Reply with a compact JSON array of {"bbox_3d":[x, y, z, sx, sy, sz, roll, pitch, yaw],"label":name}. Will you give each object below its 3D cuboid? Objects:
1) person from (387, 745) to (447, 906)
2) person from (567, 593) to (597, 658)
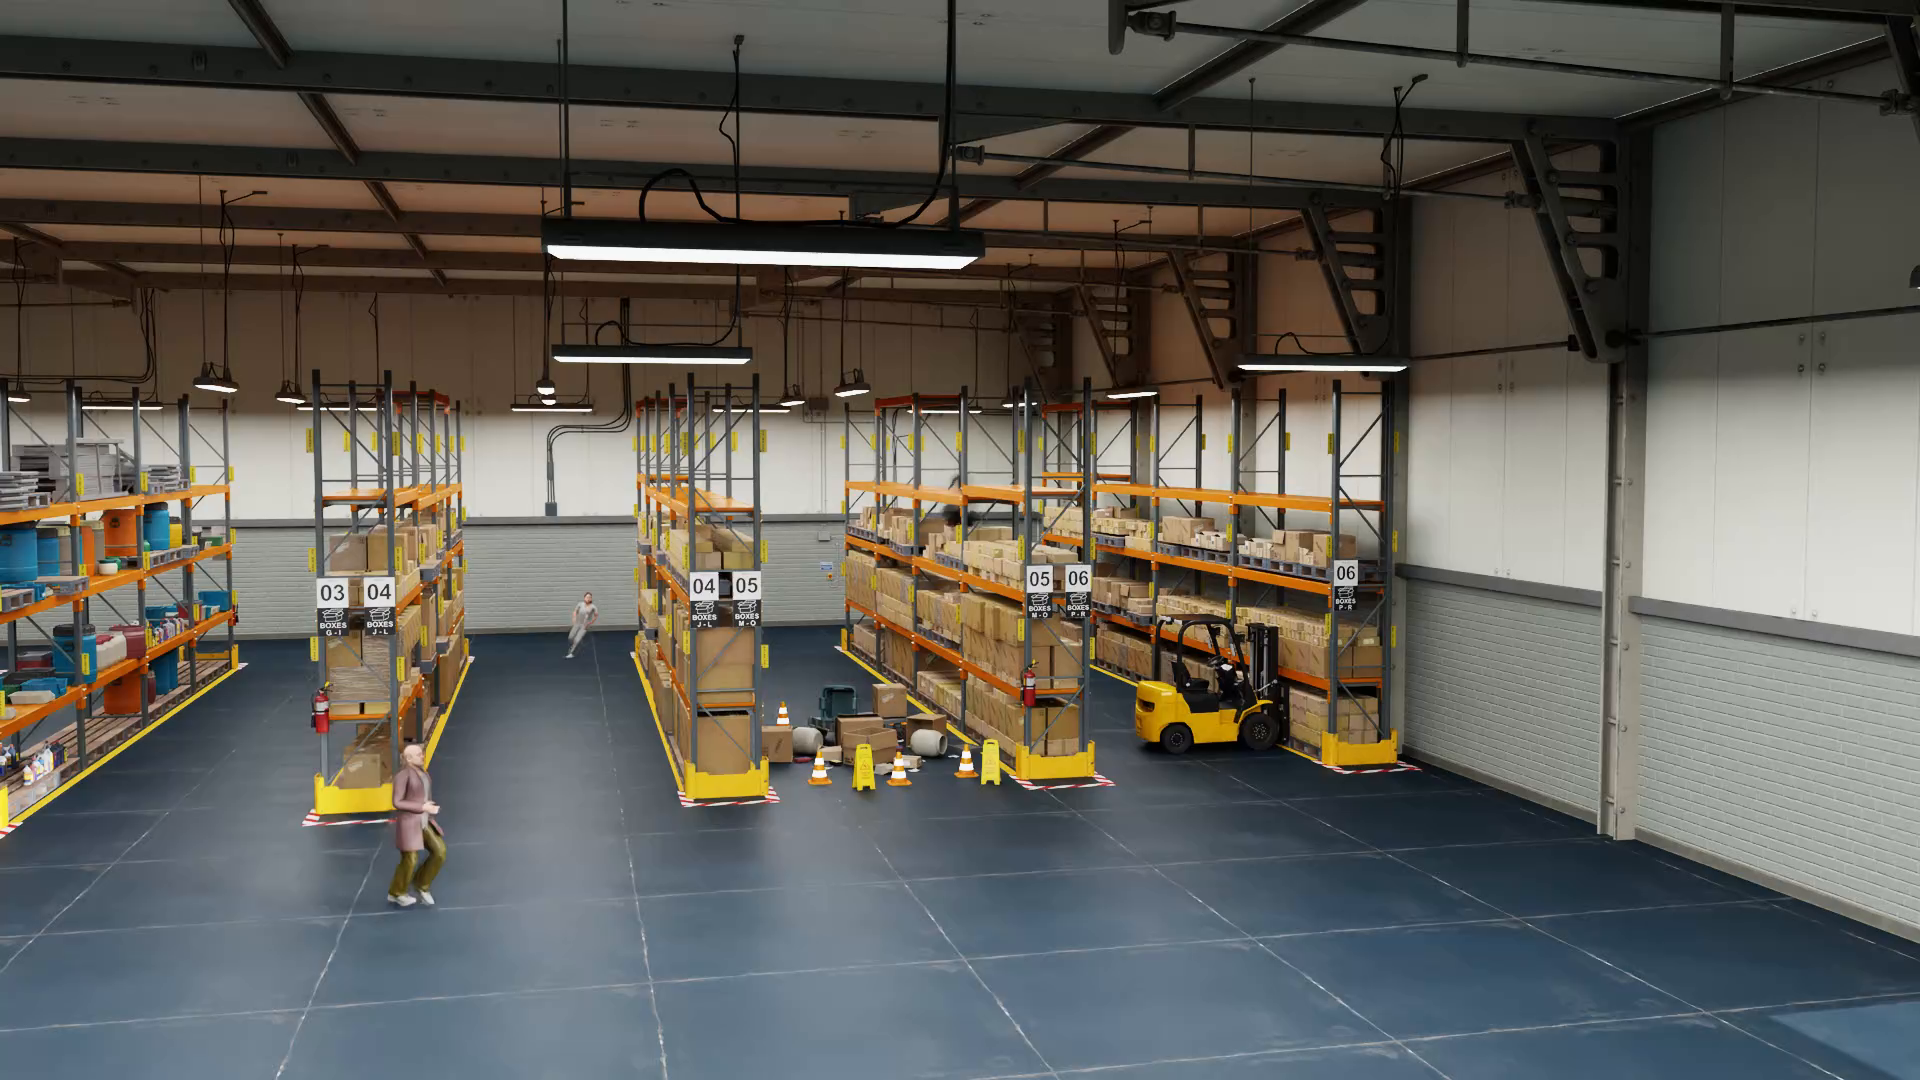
[{"bbox_3d":[-5.858,3.093,17.905,0.760,1.794,0.697,1,3,19],"label":"person"},{"bbox_3d":[-8.848,1.987,38.807,0.742,1.540,0.506,1,3,9],"label":"person"}]
